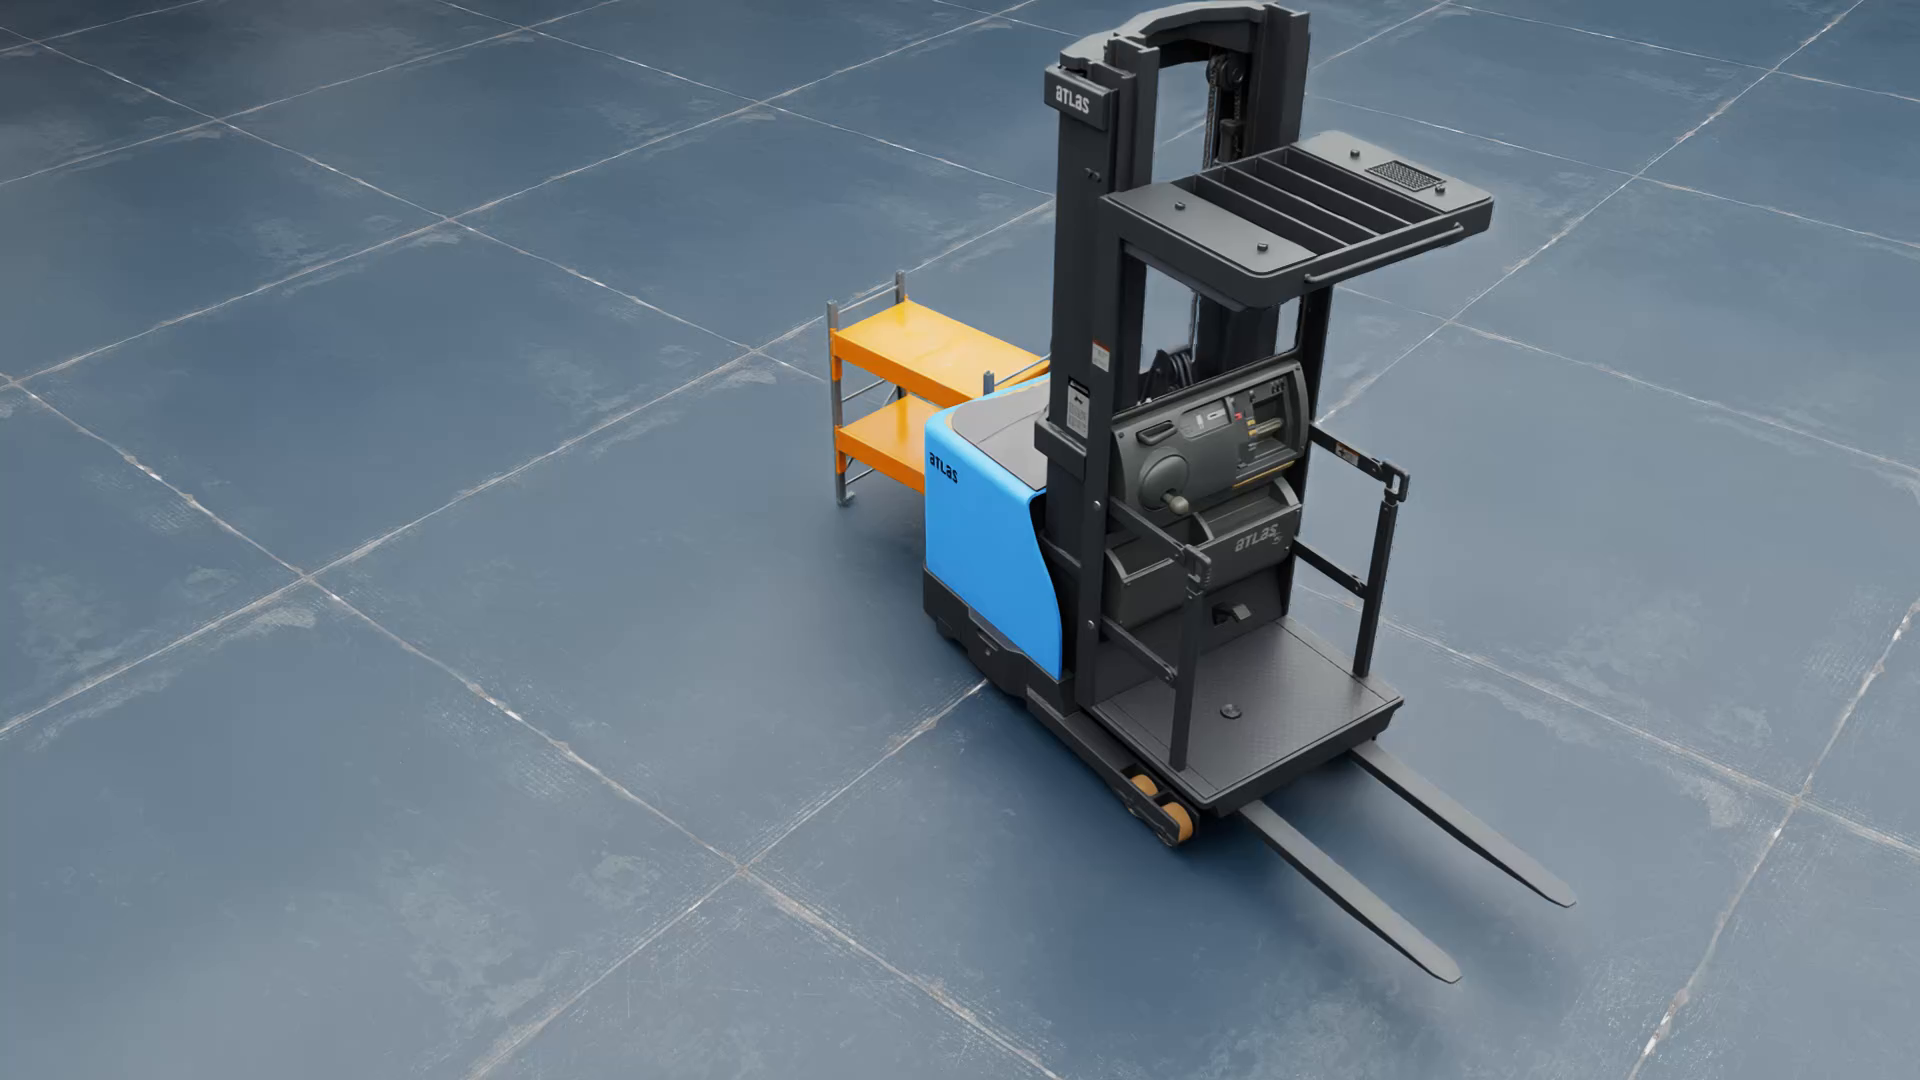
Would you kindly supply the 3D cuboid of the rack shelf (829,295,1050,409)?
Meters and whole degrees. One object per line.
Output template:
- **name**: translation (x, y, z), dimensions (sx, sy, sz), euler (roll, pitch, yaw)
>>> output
- **rack shelf**: translation (-0.085, -0.808, 7.916), dimensions (1.000, 0.278, 0.538), euler (28, 43, 35)

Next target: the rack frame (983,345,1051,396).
- **rack frame**: translation (0.284, -0.368, 7.793), dimensions (0.032, 1.125, 0.500), euler (28, 43, 35)

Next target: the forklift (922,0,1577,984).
- **forklift**: translation (1.082, -0.326, 6.136), dimensions (1.130, 2.935, 3.031), euler (-21, 40, -28)

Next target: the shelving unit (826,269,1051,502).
- **shelving unit**: translation (-0.085, -0.567, 8.081), dimensions (1.048, 1.125, 0.538), euler (28, 43, 35)

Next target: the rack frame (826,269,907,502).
- **rack frame**: translation (-0.454, -0.765, 8.370), dimensions (0.032, 1.125, 0.500), euler (28, 43, 35)

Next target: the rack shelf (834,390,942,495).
- **rack shelf**: translation (-0.085, -0.365, 8.220), dimensions (1.000, 0.278, 0.538), euler (28, 43, 35)
